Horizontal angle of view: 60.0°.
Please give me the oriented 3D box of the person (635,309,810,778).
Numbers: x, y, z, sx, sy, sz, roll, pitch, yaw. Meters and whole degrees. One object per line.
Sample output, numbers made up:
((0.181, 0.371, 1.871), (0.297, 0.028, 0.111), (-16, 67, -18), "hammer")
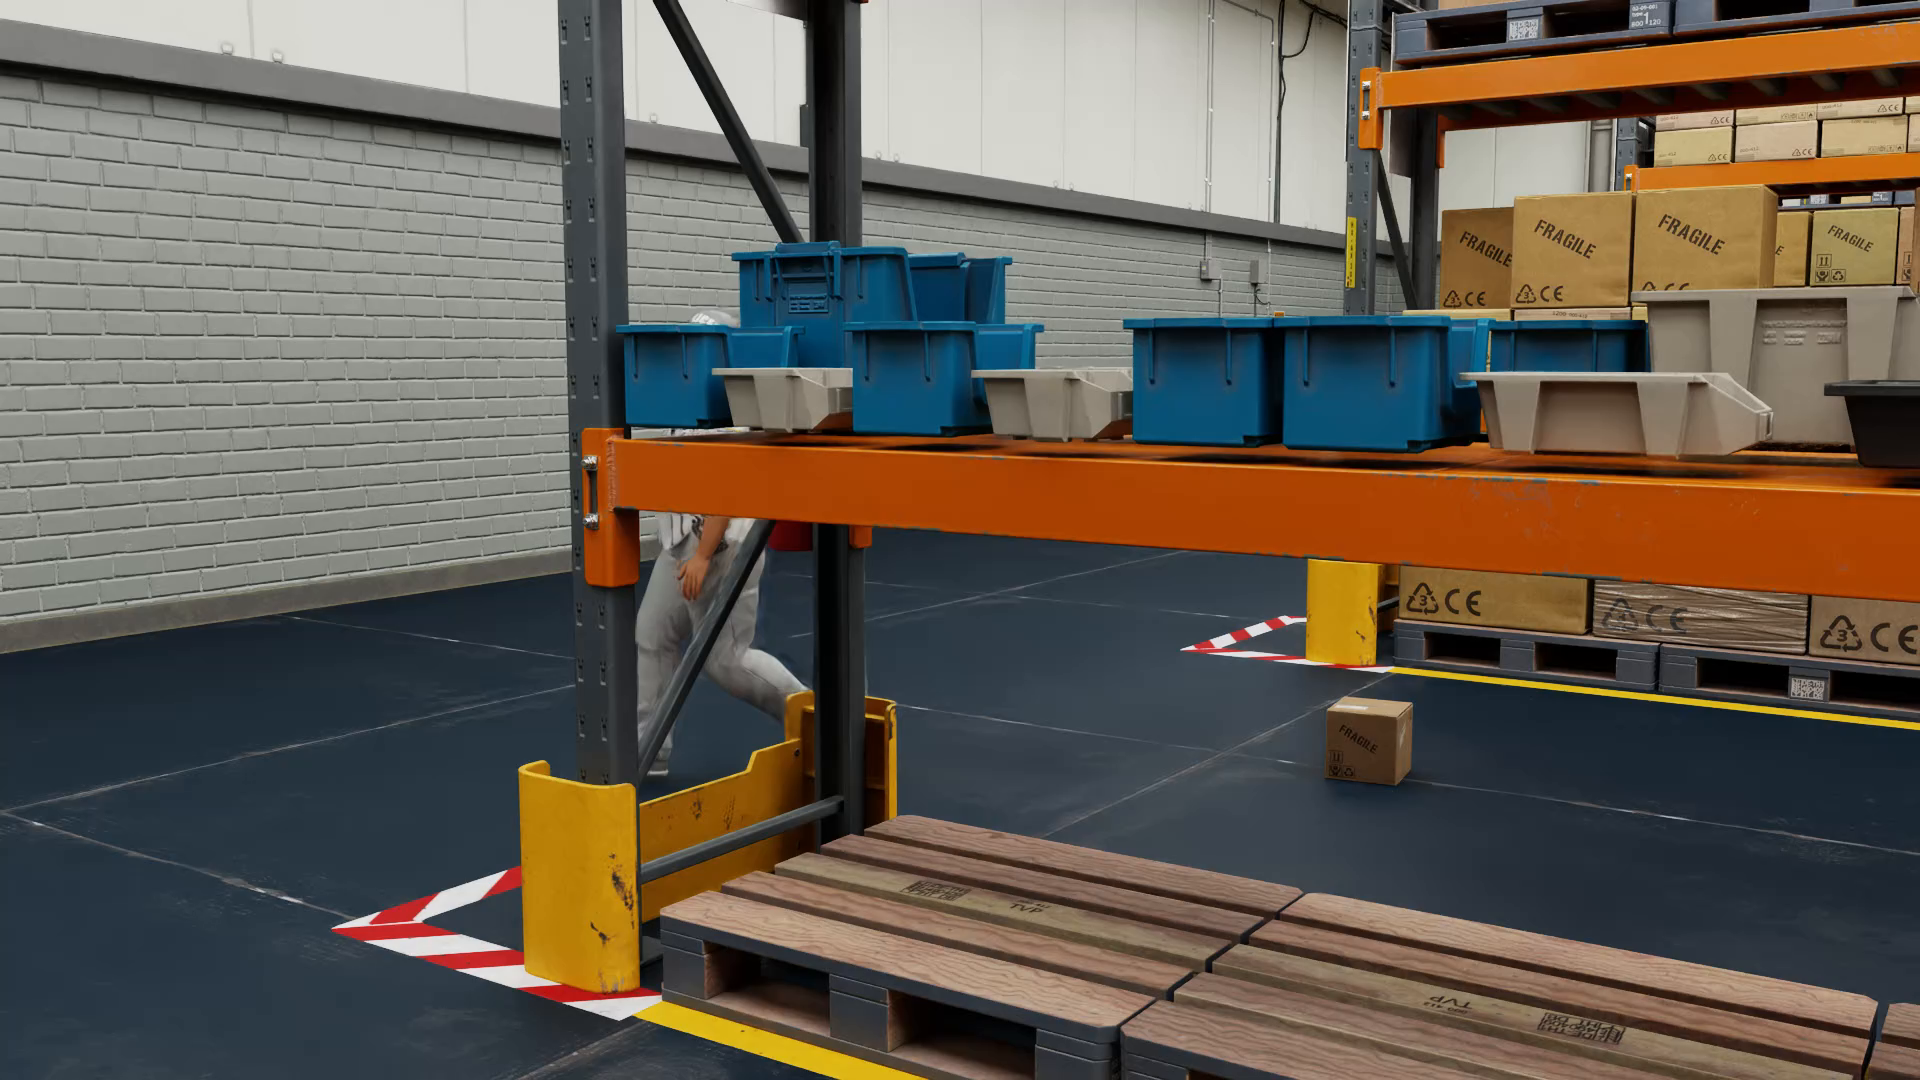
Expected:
((-0.849, 0.028, 5.701), (0.913, 1.622, 0.512), (-2, 7, -15), "person")
